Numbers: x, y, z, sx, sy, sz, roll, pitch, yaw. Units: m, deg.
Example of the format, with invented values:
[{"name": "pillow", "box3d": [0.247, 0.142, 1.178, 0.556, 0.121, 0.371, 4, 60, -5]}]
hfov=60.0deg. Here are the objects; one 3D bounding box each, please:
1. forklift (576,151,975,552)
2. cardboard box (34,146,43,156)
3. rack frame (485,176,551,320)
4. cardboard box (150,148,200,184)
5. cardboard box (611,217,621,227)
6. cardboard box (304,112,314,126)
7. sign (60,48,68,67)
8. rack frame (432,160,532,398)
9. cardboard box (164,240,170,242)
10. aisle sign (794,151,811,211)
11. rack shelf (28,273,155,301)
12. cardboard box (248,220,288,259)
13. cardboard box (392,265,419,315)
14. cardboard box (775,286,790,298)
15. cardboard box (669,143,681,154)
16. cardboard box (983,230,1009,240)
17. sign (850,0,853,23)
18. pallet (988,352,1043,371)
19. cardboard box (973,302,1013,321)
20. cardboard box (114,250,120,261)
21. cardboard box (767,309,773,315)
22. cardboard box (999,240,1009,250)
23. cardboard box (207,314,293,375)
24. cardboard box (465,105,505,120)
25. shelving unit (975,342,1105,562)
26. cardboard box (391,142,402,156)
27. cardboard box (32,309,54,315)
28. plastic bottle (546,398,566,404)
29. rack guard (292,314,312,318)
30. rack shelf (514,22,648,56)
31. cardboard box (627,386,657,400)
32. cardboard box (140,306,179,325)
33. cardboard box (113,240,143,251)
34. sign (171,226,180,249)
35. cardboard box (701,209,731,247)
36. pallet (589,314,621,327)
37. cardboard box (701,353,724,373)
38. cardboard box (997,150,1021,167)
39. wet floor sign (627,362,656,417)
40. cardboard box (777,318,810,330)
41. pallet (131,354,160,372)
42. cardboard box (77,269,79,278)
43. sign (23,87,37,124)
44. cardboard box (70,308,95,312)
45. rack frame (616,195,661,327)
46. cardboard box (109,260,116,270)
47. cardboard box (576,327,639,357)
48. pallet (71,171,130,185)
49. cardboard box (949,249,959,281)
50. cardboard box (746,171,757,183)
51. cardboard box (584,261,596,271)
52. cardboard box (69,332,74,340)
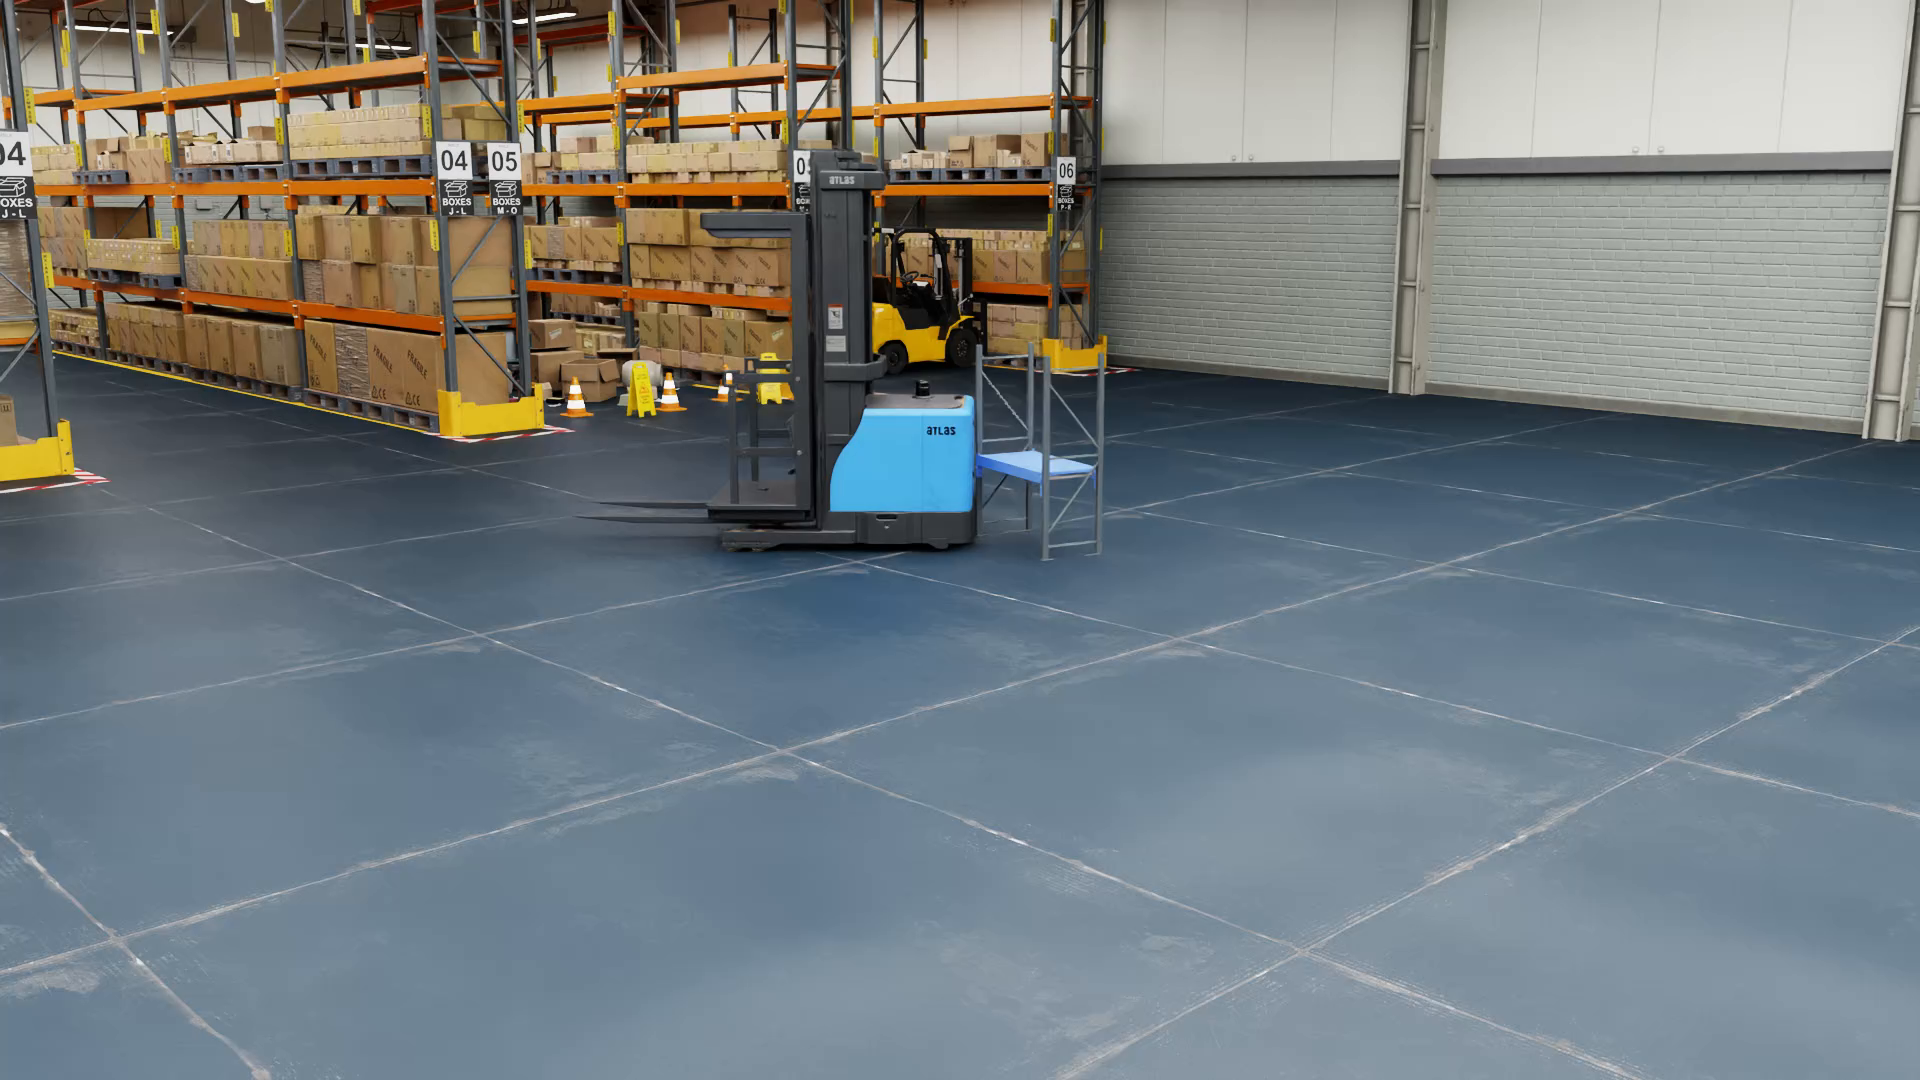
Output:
[{"name": "forklift", "box3d": [-1.403, -1.453, 12.699, 3.031, 2.935, 1.130, 0, 12, 2]}, {"name": "cardboard box", "box3d": [-15.496, -6.609, 28.270, 0.380, 0.149, 0.250, -10, 15, -41]}, {"name": "rack frame", "box3d": [-7.353, -4.589, 27.753, 1.000, 3.000, 0.127, -11, 16, -43]}, {"name": "cardboard box", "box3d": [-11.441, -5.451, 24.254, 0.500, 0.500, 0.500, -11, 16, -43]}, {"name": "cardboard box", "box3d": [-5.484, -4.986, 26.044, 0.380, 0.149, 0.250, -10, 15, -39]}, {"name": "cardboard box", "box3d": [-7.744, -5.118, 20.243, 0.380, 0.149, 0.250, -11, 16, -43]}, {"name": "sign", "box3d": [-15.973, -8.600, 29.646, 0.100, 0.325, 0.005, -11, 16, -43]}, {"name": "rack frame", "box3d": [-5.339, -2.717, 18.667, 1.000, 3.000, 0.127, -11, 16, -43]}, {"name": "cardboard box", "box3d": [-12.121, -4.582, 25.824, 0.380, 0.149, 0.250, -11, 16, -43]}, {"name": "aisle sign", "box3d": [-1.995, -4.646, 21.584, 0.394, 0.787, 0.004, -11, 16, -43]}, {"name": "rack shelf", "box3d": [-15.007, -4.408, 28.657, 1.077, 0.370, 4.000, -11, 16, -43]}, {"name": "cardboard box", "box3d": [-9.154, -4.060, 22.458, 0.700, 0.500, 0.500, -11, 16, -42]}, {"name": "cardboard box", "box3d": [-6.023, -2.916, 19.259, 0.875, 0.550, 0.550, -11, 16, -43]}, {"name": "cardboard box", "box3d": [-2.241, -3.324, 22.232, 0.380, 0.149, 0.250, -10, 15, -41]}, {"name": "cardboard box", "box3d": [-3.863, -5.506, 23.415, 0.250, 0.149, 0.380, 11, 16, 43]}, {"name": "cardboard box", "box3d": [0.588, -4.785, 26.109, 0.380, 0.149, 0.250, -10, 16, -41]}, {"name": "sign", "box3d": [-1.436, -6.932, 21.746, 0.100, 0.325, 0.005, -11, 16, -43]}, {"name": "pallet", "box3d": [1.201, -2.854, 26.241, 1.003, 0.211, 1.213, -11, 16, -43]}, {"name": "cardboard box", "box3d": [0.503, -3.632, 26.404, 0.500, 0.250, 0.500, -11, 16, -42]}, {"name": "cardboard box", "box3d": [-12.777, -4.385, 25.604, 0.380, 0.149, 0.250, -11, 16, -43]}, {"name": "cardboard box", "box3d": [-3.345, -4.231, 30.860, 0.875, 0.625, 0.625, -10, 15, -41]}, {"name": "cardboard box", "box3d": [0.821, -4.610, 25.996, 0.380, 0.149, 0.250, -11, 16, -43]}, {"name": "cardboard box", "box3d": [-9.902, -2.760, 23.409, 1.050, 0.750, 0.750, -11, 16, -42]}, {"name": "cardboard box", "box3d": [-5.339, -4.802, 18.708, 0.380, 0.149, 0.250, -11, 16, -42]}, {"name": "shelving unit", "box3d": [0.586, -0.692, 12.554, 0.538, 1.500, 1.048, -6, 13, -27]}, {"name": "cardboard box", "box3d": [-6.165, -4.394, 18.704, 0.380, 0.149, 0.250, -11, 16, -42]}, {"name": "cardboard box", "box3d": [-16.272, -4.029, 29.585, 0.250, 0.149, 0.380, 11, 16, 43]}, {"name": "plastic bottle", "box3d": [-5.259, -1.805, 21.522, 0.283, 0.061, 0.133, 6, 13, 26]}, {"name": "rack guard", "box3d": [-12.894, -4.536, 33.690, 1.175, 0.500, 0.348, -11, 16, -43]}, {"name": "rack shelf", "box3d": [-7.909, -10.371, 34.495, 1.077, 0.370, 4.000, -11, 16, -43]}, {"name": "cardboard box", "box3d": [-4.194, -1.935, 21.936, 0.380, 0.149, 0.250, -3, 12, -13]}, {"name": "cardboard box", "box3d": [-12.222, -3.445, 25.496, 0.500, 0.250, 0.500, -10, 16, -41]}, {"name": "cardboard box", "box3d": [-12.793, -4.532, 25.585, 0.380, 0.149, 0.250, -10, 15, -40]}, {"name": "sign", "box3d": [-11.249, -4.336, 23.851, 0.100, 0.325, 0.005, -11, 16, -43]}, {"name": "cardboard box", "box3d": [-3.110, -4.285, 22.815, 0.700, 0.500, 0.500, -11, 16, -43]}, {"name": "pallet", "box3d": [-7.002, -4.600, 34.715, 1.003, 0.211, 1.213, -11, 16, -43]}, {"name": "cardboard box", "box3d": [-3.299, -2.514, 23.451, 0.500, 0.250, 0.500, 11, 16, 43]}, {"name": "cardboard box", "box3d": [0.792, -5.888, 25.666, 0.396, 0.266, 0.258, -11, 16, -42]}, {"name": "wet floor sign", "box3d": [-3.887, -1.836, 20.223, 0.232, 0.644, 0.267, 8, 14, 35]}, {"name": "cardboard box", "box3d": [-2.202, -2.808, 23.021, 0.500, 0.500, 0.500, 11, 16, 43]}, {"name": "pallet", "box3d": [-12.240, -2.811, 26.034, 1.003, 0.211, 1.213, -11, 16, -43]}, {"name": "cardboard box", "box3d": [-14.390, -4.424, 27.575, 0.380, 0.149, 0.250, -10, 15, -40]}, {"name": "sign", "box3d": [-8.603, -4.014, 15.360, 0.100, 0.325, 0.005, -11, 16, -43]}, {"name": "cardboard box", "box3d": [-15.707, -4.066, 29.766, 0.380, 0.149, 0.250, -10, 16, -41]}, {"name": "rack frame", "box3d": [-6.528, -5.865, 33.947, 1.000, 3.000, 0.127, -11, 16, -43]}, {"name": "cardboard box", "box3d": [-12.972, -4.279, 25.829, 0.250, 0.149, 0.380, 11, 16, 43]}, {"name": "cardboard box", "box3d": [-5.454, -3.105, 26.019, 0.950, 0.372, 0.625, -10, 15, -39]}, {"name": "pallet", "box3d": [-13.276, -5.741, 26.374, 1.213, 0.211, 1.003, -11, 16, -43]}, {"name": "cardboard box", "box3d": [0.168, -4.422, 26.693, 0.500, 0.500, 0.500, -11, 16, -42]}, {"name": "cardboard box", "box3d": [-2.632, -4.856, 22.238, 0.380, 0.149, 0.250, -10, 15, -41]}, {"name": "cardboard box", "box3d": [-5.519, -4.198, 25.438, 0.380, 0.149, 0.250, -11, 16, -43]}, {"name": "cardboard box", "box3d": [-14.989, -3.486, 28.423, 0.380, 0.149, 0.250, -11, 16, -41]}]
